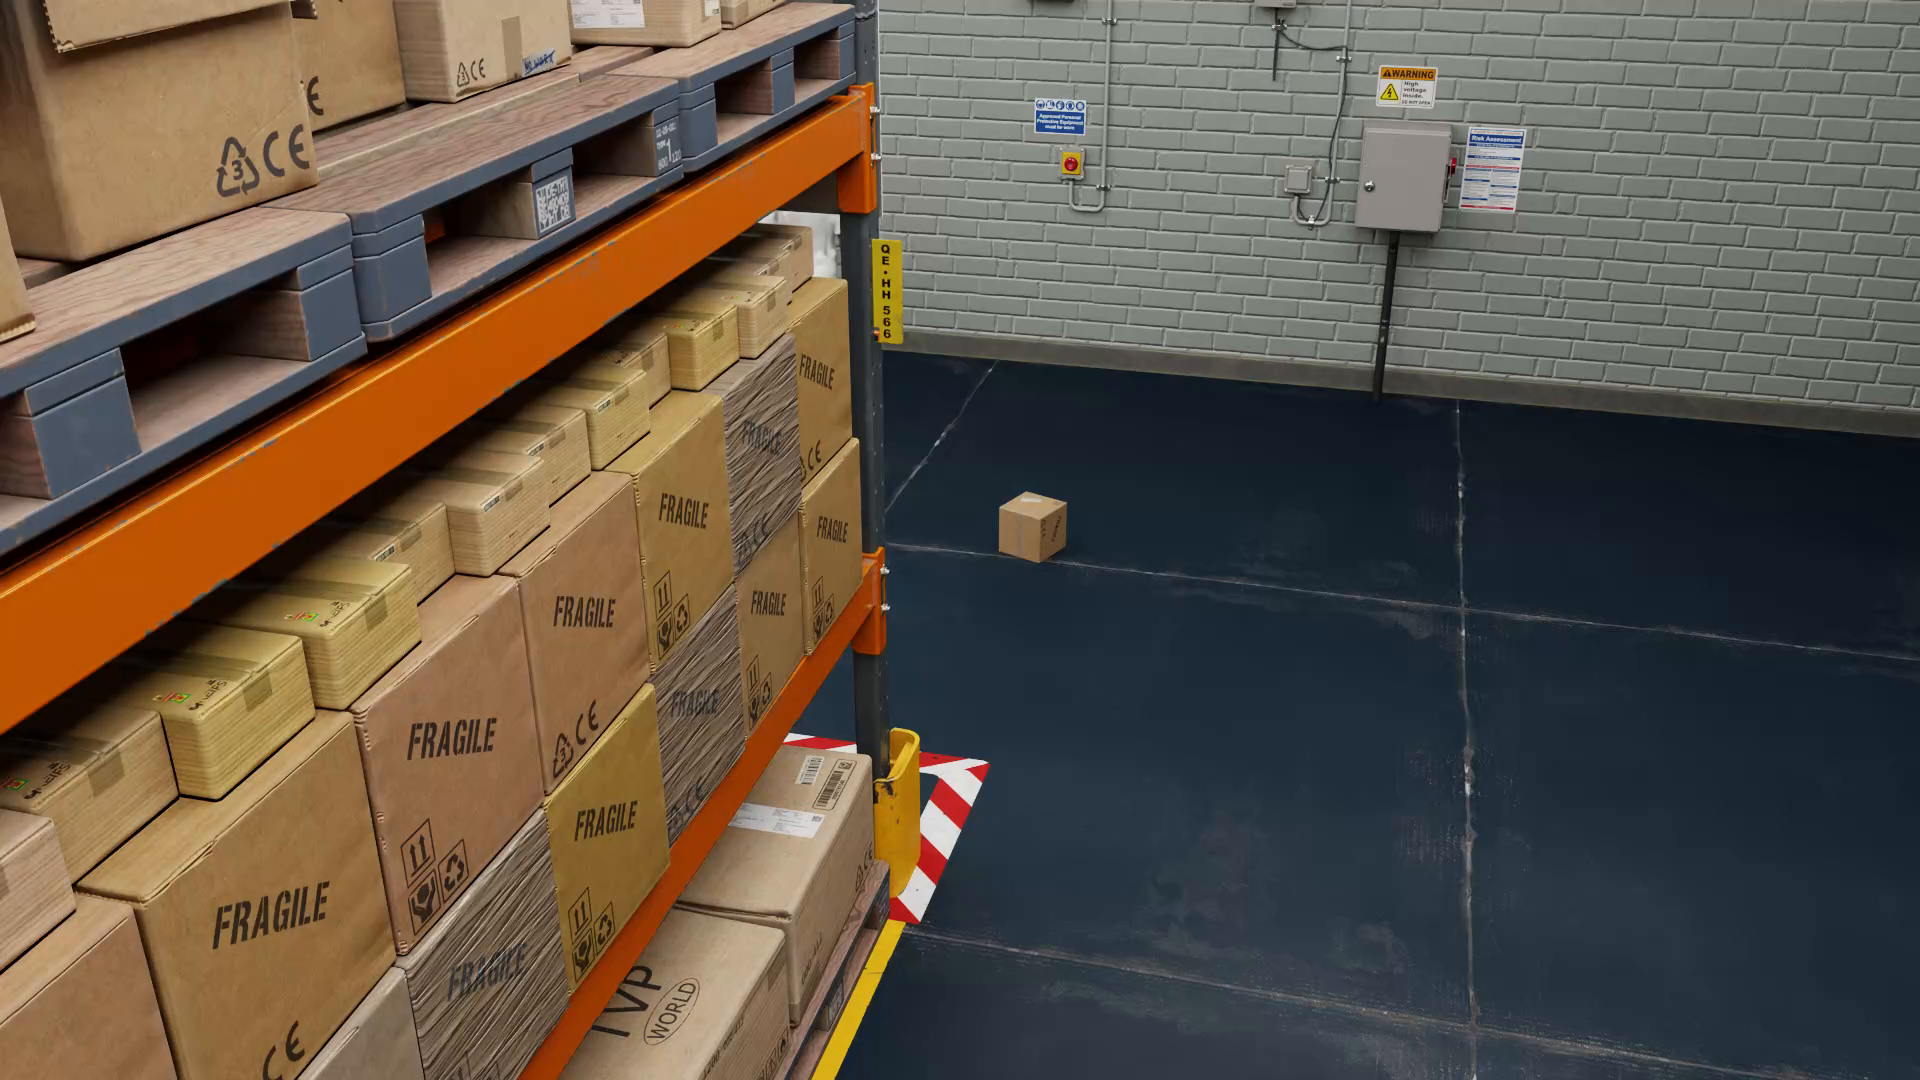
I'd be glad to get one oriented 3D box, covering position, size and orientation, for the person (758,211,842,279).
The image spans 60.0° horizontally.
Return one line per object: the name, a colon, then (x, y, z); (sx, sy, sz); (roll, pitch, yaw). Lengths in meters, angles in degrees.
person: (-0.987, -1.630, 10.008); (0.571, 1.724, 0.908); (-10, 27, -21)
